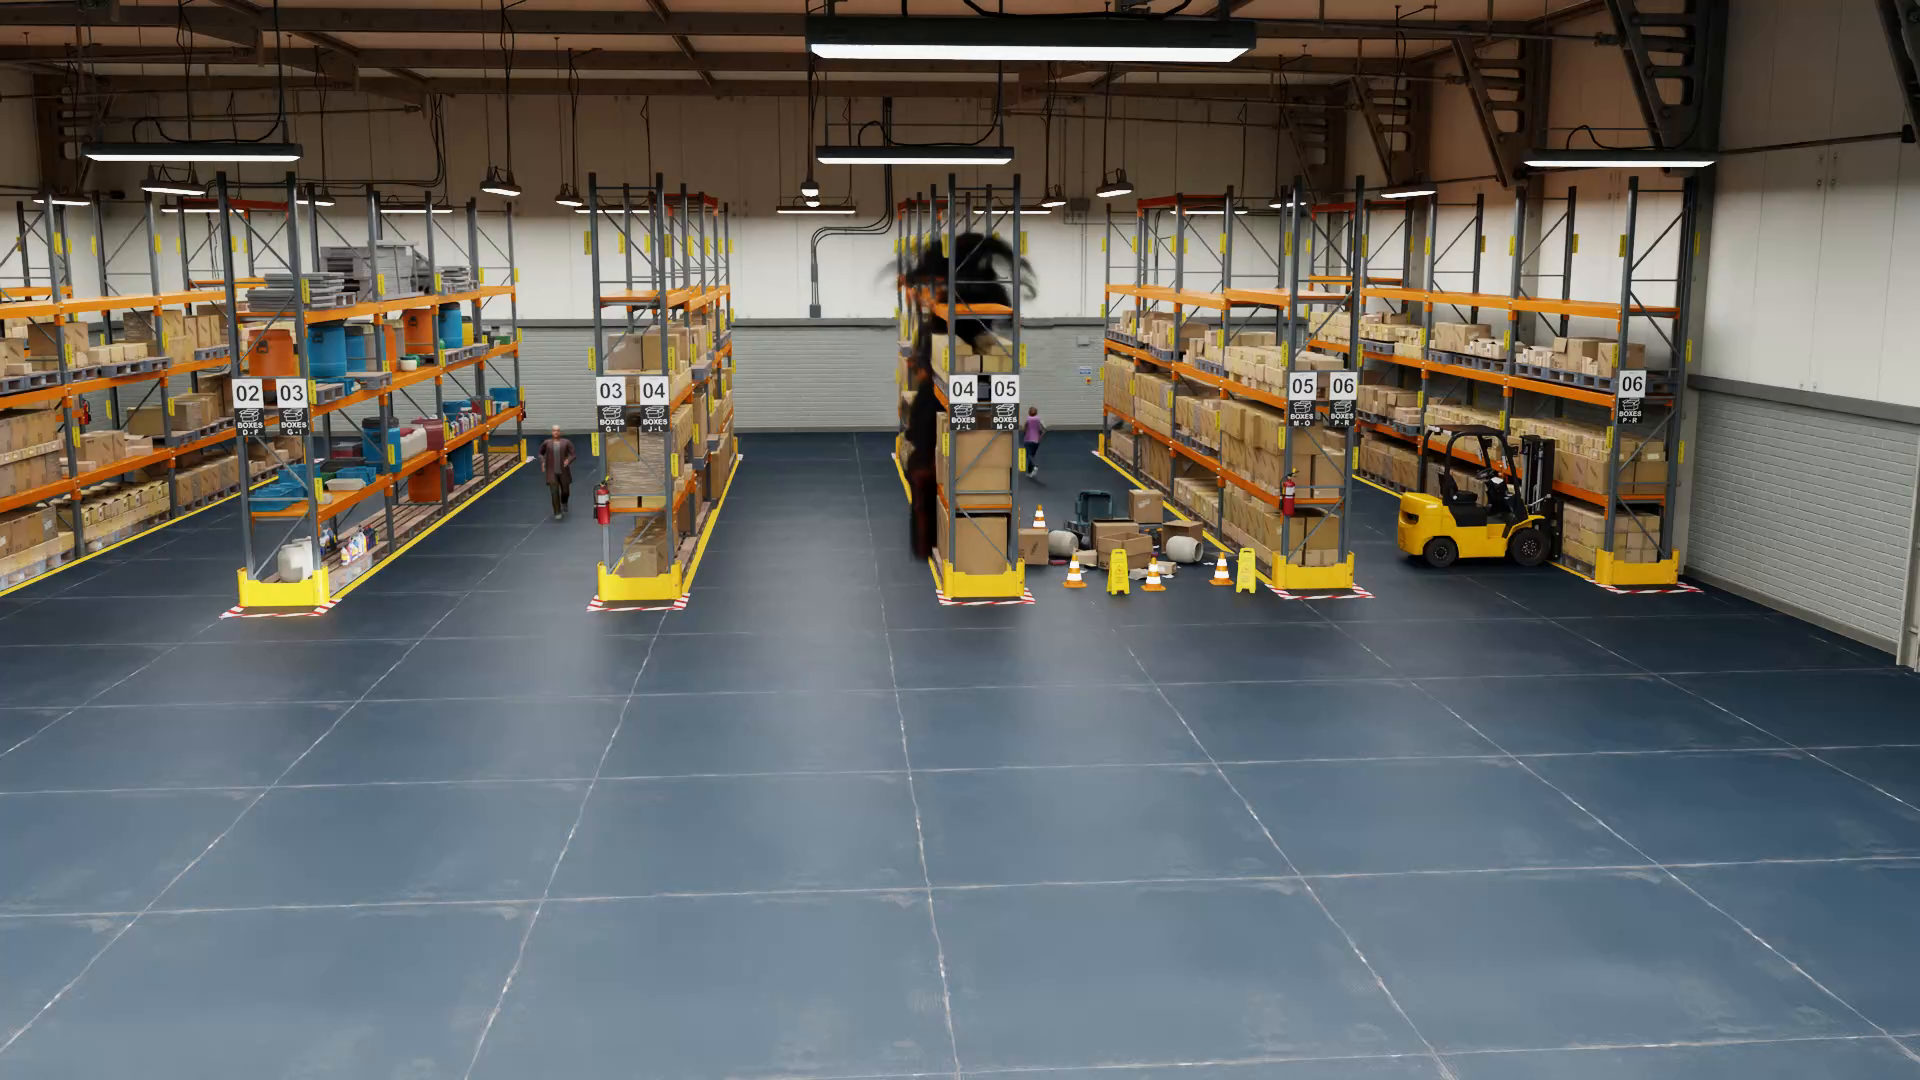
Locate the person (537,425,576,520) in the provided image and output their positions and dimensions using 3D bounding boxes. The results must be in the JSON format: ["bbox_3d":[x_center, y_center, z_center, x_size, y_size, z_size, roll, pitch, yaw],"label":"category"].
[{"bbox_3d":[-7.475,-1.265,30.861,0.715,1.735,0.826,-2,10,-13],"label":"person"}]

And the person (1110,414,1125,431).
[{"bbox_3d":[3.981,-3.059,41.633,0.472,1.540,0.578,6,11,29],"label":"person"}]

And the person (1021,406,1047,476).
[{"bbox_3d":[1.584,-2.125,36.123,0.545,1.574,0.857,-3,11,-18],"label":"person"}]

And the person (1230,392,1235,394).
[{"bbox_3d":[6.165,-2.467,37.816,0.675,1.788,0.793,-1,10,-6],"label":"person"}]
